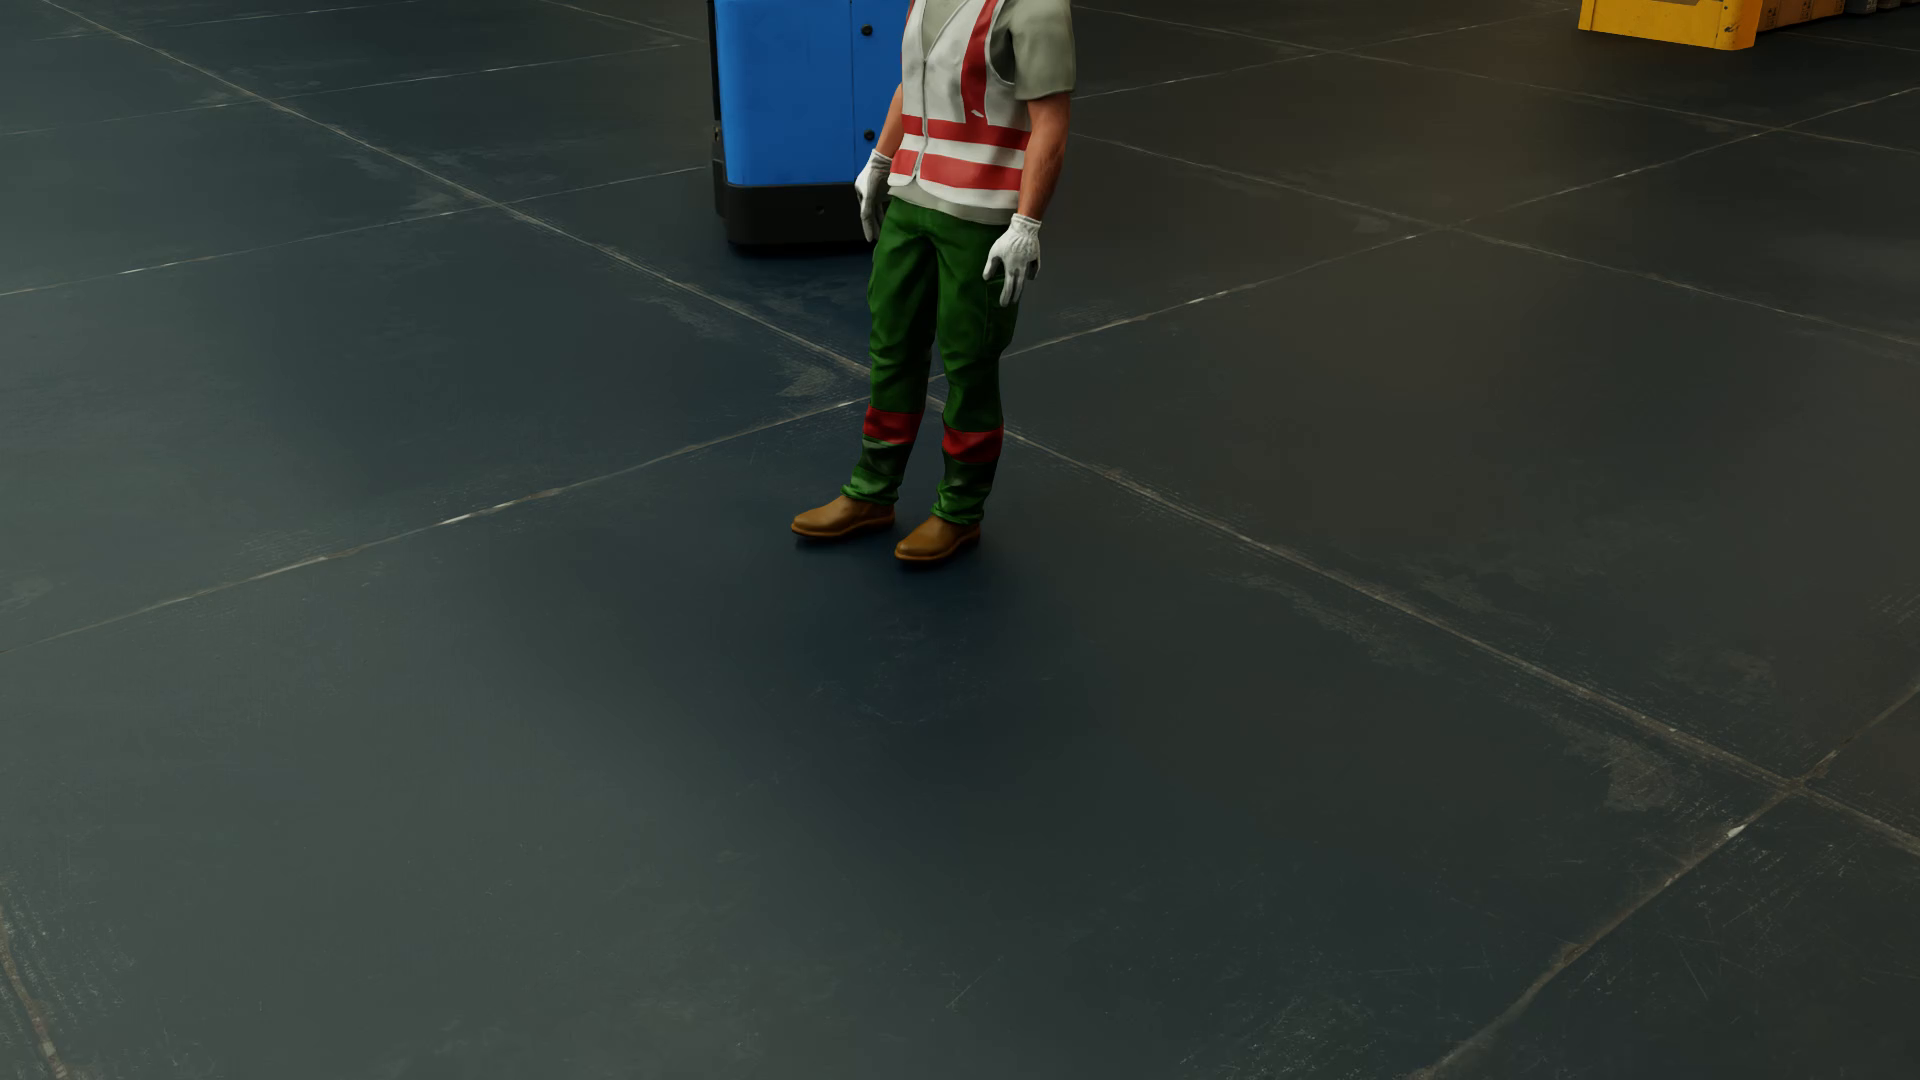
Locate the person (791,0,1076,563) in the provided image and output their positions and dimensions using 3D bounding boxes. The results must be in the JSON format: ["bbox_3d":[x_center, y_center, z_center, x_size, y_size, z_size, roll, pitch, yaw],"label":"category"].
[{"bbox_3d":[-0.070,-0.789,4.062,0.562,1.790,0.637,-20,33,-35],"label":"person"}]

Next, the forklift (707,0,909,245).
[{"bbox_3d":[-0.647,-3.139,7.531,1.130,2.935,3.031,-4,27,-8],"label":"forklift"}]
